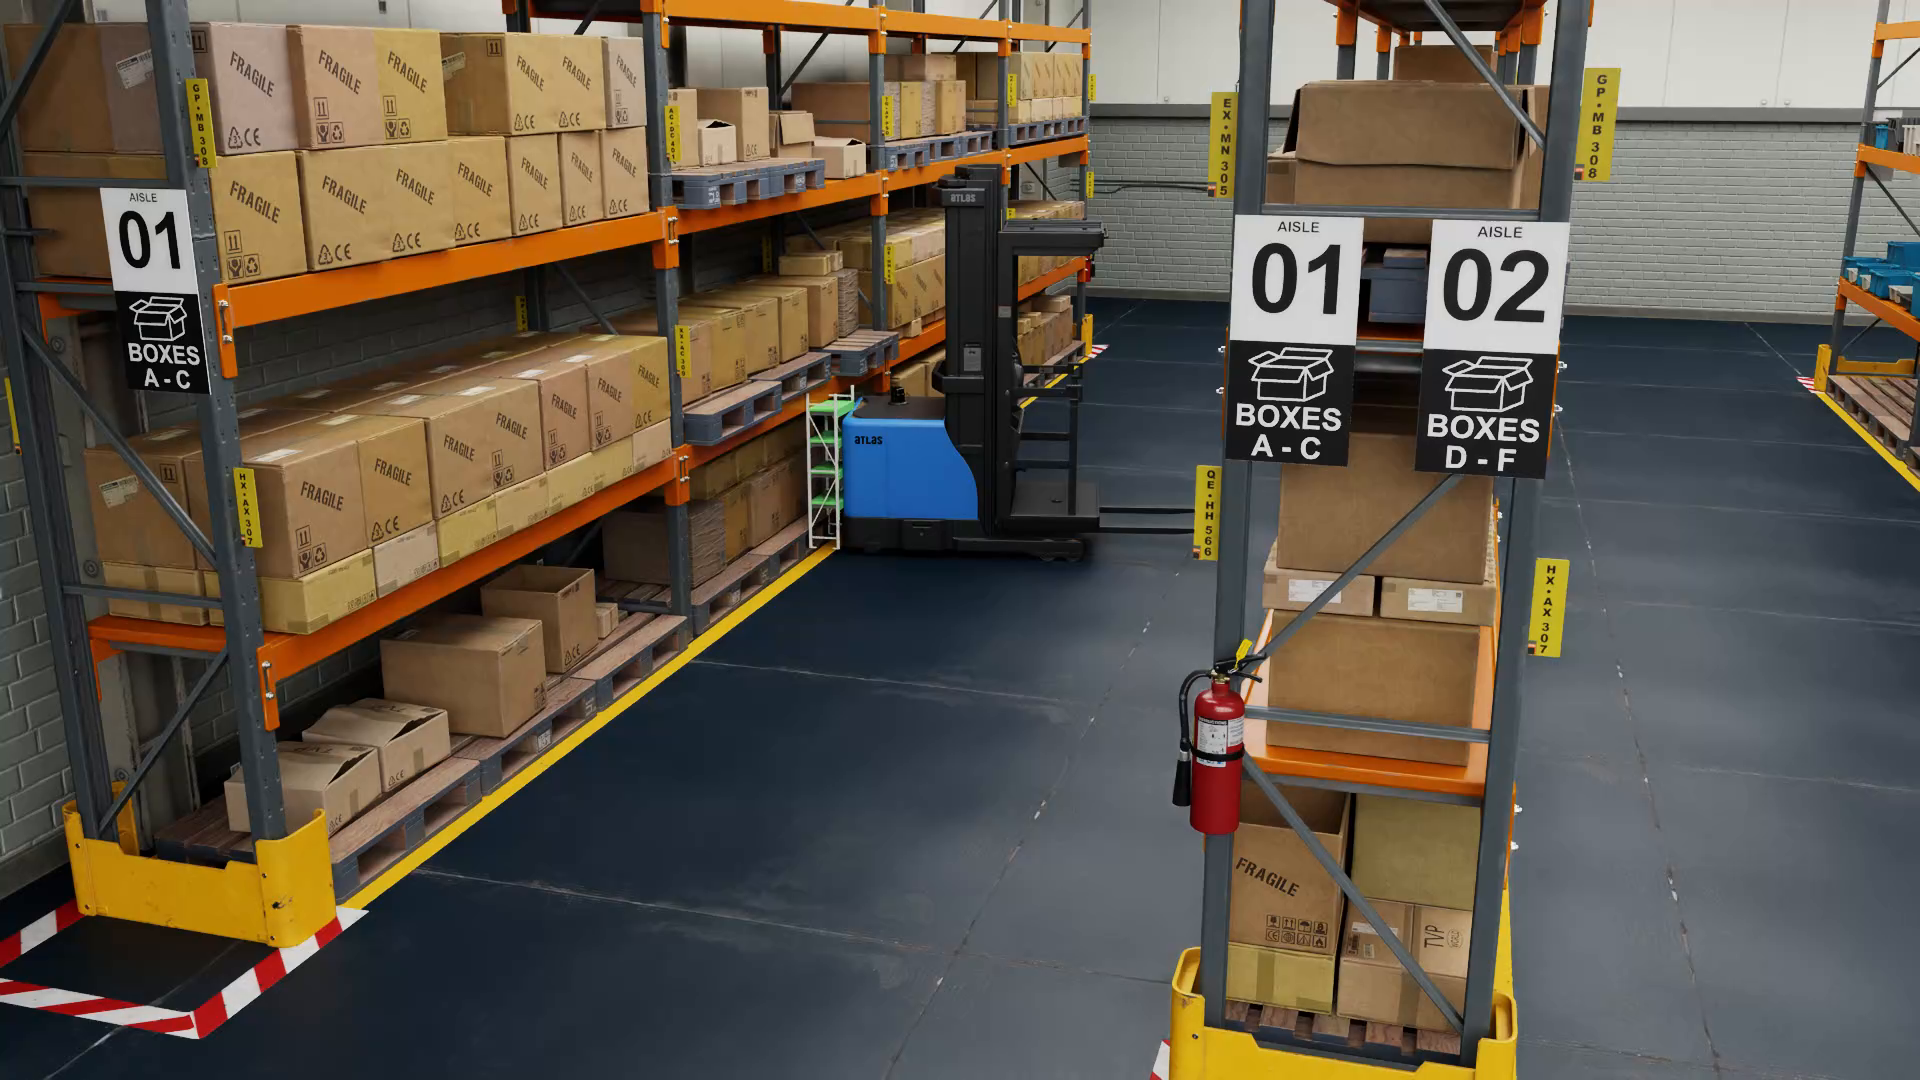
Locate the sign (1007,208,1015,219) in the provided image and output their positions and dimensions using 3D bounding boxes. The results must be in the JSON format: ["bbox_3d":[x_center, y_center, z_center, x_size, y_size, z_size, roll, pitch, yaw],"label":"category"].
[{"bbox_3d":[0.539,-3.374,17.752,0.100,0.325,0.005,5,16,16],"label":"sign"}]

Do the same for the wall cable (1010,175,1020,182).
[{"bbox_3d":[0.609,-4.839,23.030,0.084,1.984,1.851,5,16,16],"label":"wall cable"}]

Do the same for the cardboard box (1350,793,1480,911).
[{"bbox_3d":[1.862,1.134,6.731,0.500,0.500,0.500,5,16,16],"label":"cardboard box"}]

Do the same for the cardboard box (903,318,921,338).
[{"bbox_3d":[-0.569,-1.934,15.073,0.380,0.149,0.250,5,17,18],"label":"cardboard box"}]

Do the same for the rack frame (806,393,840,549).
[{"bbox_3d":[-1.045,-0.520,12.685,0.240,1.200,0.015,3,13,11],"label":"rack frame"}]

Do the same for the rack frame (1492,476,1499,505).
[{"bbox_3d":[2.493,-0.419,9.309,1.000,3.000,0.127,5,16,16],"label":"rack frame"}]

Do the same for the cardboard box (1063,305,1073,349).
[{"bbox_3d":[1.049,-2.750,21.339,0.700,0.500,0.500,5,16,16],"label":"cardboard box"}]

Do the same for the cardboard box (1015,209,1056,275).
[{"bbox_3d":[0.595,-3.562,19.840,0.980,0.700,0.700,4,16,13],"label":"cardboard box"}]

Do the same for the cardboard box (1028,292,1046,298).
[{"bbox_3d":[0.893,-3.110,21.421,0.380,0.149,0.250,5,17,16],"label":"cardboard box"}]

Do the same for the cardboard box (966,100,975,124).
[{"bbox_3d":[-0.015,-4.713,18.275,0.500,0.250,0.500,5,17,16],"label":"cardboard box"}]

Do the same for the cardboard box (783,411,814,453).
[{"bbox_3d":[-1.498,-0.882,13.341,0.500,0.250,0.500,5,17,17],"label":"cardboard box"}]

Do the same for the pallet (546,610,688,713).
[{"bbox_3d":[-2.415,0.718,10.411,1.003,0.211,1.213,5,16,16],"label":"pallet"}]

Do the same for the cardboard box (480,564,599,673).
[{"bbox_3d":[-2.514,0.464,9.973,0.500,0.500,0.500,3,16,12],"label":"cardboard box"}]

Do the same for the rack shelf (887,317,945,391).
[{"bbox_3d":[-0.553,-2.026,16.292,1.077,0.370,4.000,5,16,16],"label":"rack shelf"}]

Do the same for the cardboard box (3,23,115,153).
[{"bbox_3d":[-3.523,-1.870,6.877,0.500,0.500,0.500,5,17,18],"label":"cardboard box"}]

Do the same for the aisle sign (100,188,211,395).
[{"bbox_3d":[-3.127,-0.964,6.467,0.394,0.787,0.004,5,16,16],"label":"aisle sign"}]

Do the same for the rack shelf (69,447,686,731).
[{"bbox_3d":[-2.826,0.067,8.913,1.077,0.370,4.000,5,16,16],"label":"rack shelf"}]

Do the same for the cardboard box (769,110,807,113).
[{"bbox_3d":[-1.546,-3.179,13.323,0.500,0.500,0.500,5,16,16],"label":"cardboard box"}]

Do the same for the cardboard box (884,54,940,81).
[{"bbox_3d":[-0.503,-4.593,16.165,0.500,0.250,0.500,4,16,14],"label":"cardboard box"}]

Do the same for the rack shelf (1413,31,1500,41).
[{"bbox_3d":[5.335,-5.574,17.813,1.077,0.370,4.000,5,16,16],"label":"rack shelf"}]

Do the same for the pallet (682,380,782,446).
[{"bbox_3d":[-1.901,-0.898,11.351,1.003,0.211,1.213,5,16,16],"label":"pallet"}]

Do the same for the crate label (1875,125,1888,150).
[{"bbox_3d":[10.079,-4.328,17.868,0.408,0.251,0.502,5,16,16],"label":"crate label"}]

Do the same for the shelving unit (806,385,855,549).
[{"bbox_3d":[-0.996,-0.575,12.917,0.258,1.200,0.503,3,13,11],"label":"shelving unit"}]

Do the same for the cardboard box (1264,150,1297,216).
[{"bbox_3d":[1.430,-1.334,6.288,0.500,0.250,0.500,5,16,16],"label":"cardboard box"}]

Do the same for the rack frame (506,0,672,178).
[{"bbox_3d":[-2.258,-3.688,9.841,1.000,3.000,0.127,5,16,16],"label":"rack frame"}]

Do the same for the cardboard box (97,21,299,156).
[{"bbox_3d":[-3.052,-1.819,6.697,0.500,0.500,0.500,3,16,12],"label":"cardboard box"}]

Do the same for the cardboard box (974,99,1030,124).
[{"bbox_3d":[0.465,-4.676,18.144,0.500,0.250,0.500,5,16,16],"label":"cardboard box"}]

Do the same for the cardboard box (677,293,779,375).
[{"bbox_3d":[-1.758,-1.513,12.176,0.700,0.500,0.500,7,17,24],"label":"cardboard box"}]

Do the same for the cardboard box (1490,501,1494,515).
[{"bbox_3d":[1.966,-0.089,6.773,0.380,0.149,0.250,4,16,14],"label":"cardboard box"}]

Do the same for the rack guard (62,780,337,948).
[{"bbox_3d":[-3.373,1.427,7.382,1.175,0.500,0.348,5,16,16],"label":"rack guard"}]

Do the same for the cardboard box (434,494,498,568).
[{"bbox_3d":[-2.667,-0.066,8.302,0.500,0.250,0.500,4,16,15],"label":"cardboard box"}]

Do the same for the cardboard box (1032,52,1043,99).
[{"bbox_3d":[0.627,-5.177,18.533,0.500,0.500,0.500,4,16,15],"label":"cardboard box"}]

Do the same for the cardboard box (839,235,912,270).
[{"bbox_3d":[-0.737,-2.516,14.565,0.500,0.250,0.500,5,17,17],"label":"cardboard box"}]

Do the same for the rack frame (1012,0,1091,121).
[{"bbox_3d":[1.152,-6.828,20.910,1.000,3.000,0.127,5,16,16],"label":"rack frame"}]

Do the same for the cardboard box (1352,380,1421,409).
[{"bbox_3d":[1.660,-0.318,6.391,0.700,0.500,0.500,4,16,14],"label":"cardboard box"}]

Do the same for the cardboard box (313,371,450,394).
[{"bbox_3d":[-3.026,-0.592,8.783,0.500,0.500,0.500,5,17,17],"label":"cardboard box"}]

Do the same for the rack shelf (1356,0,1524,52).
[{"bbox_3d":[3.061,-3.290,10.488,1.077,0.370,4.000,5,16,16],"label":"rack shelf"}]

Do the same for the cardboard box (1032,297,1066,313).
[{"bbox_3d":[1.116,-2.947,20.847,0.380,0.149,0.250,5,17,17],"label":"cardboard box"}]

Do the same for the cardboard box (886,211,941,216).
[{"bbox_3d":[-0.507,-3.219,17.042,0.500,0.250,0.500,5,17,17],"label":"cardboard box"}]

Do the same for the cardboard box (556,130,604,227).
[{"bbox_3d":[-2.320,-2.020,9.238,0.500,0.500,0.500,3,16,11],"label":"cardboard box"}]

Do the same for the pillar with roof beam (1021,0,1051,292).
[{"bbox_3d":[5.218,-7.267,22.460,9.100,9.000,0.400,5,16,16],"label":"pillar with roof beam"}]

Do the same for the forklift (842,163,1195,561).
[{"bbox_3d":[0.625,-1.397,12.885,3.031,2.935,1.130,1,16,4],"label":"forklift"}]

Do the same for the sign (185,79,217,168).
[{"bbox_3d":[-2.874,-1.577,6.294,0.100,0.325,0.005,5,16,16],"label":"sign"}]

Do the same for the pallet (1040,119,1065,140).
[{"bbox_3d":[0.607,-4.827,19.515,1.003,0.211,1.213,5,16,16],"label":"pallet"}]

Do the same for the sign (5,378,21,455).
[{"bbox_3d":[-3.921,-0.513,6.939,0.100,0.325,0.005,5,16,16],"label":"sign"}]

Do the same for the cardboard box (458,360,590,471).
[{"bbox_3d":[-2.385,-0.691,9.131,0.500,0.500,0.500,4,16,14],"label":"cardboard box"}]

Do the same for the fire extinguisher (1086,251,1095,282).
[{"bbox_3d":[1.638,-3.729,21.803,0.296,0.674,0.183,5,16,16],"label":"fire extinguisher"}]

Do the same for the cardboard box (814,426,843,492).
[{"bbox_3d":[-1.276,-0.665,13.952,0.700,0.500,0.500,5,17,17],"label":"cardboard box"}]

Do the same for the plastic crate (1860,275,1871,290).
[{"bbox_3d":[9.902,-2.781,18.011,0.250,0.136,0.298,5,16,16],"label":"plastic crate"}]

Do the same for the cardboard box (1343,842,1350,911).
[{"bbox_3d":[1.356,1.453,6.977,0.500,0.250,0.500,5,16,16],"label":"cardboard box"}]

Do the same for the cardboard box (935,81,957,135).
[{"bbox_3d":[-0.436,-4.225,16.243,0.700,0.500,0.500,4,16,15],"label":"cardboard box"}]

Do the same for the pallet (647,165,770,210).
[{"bbox_3d":[-1.980,-2.308,10.817,1.213,0.211,1.003,5,16,16],"label":"pallet"}]
